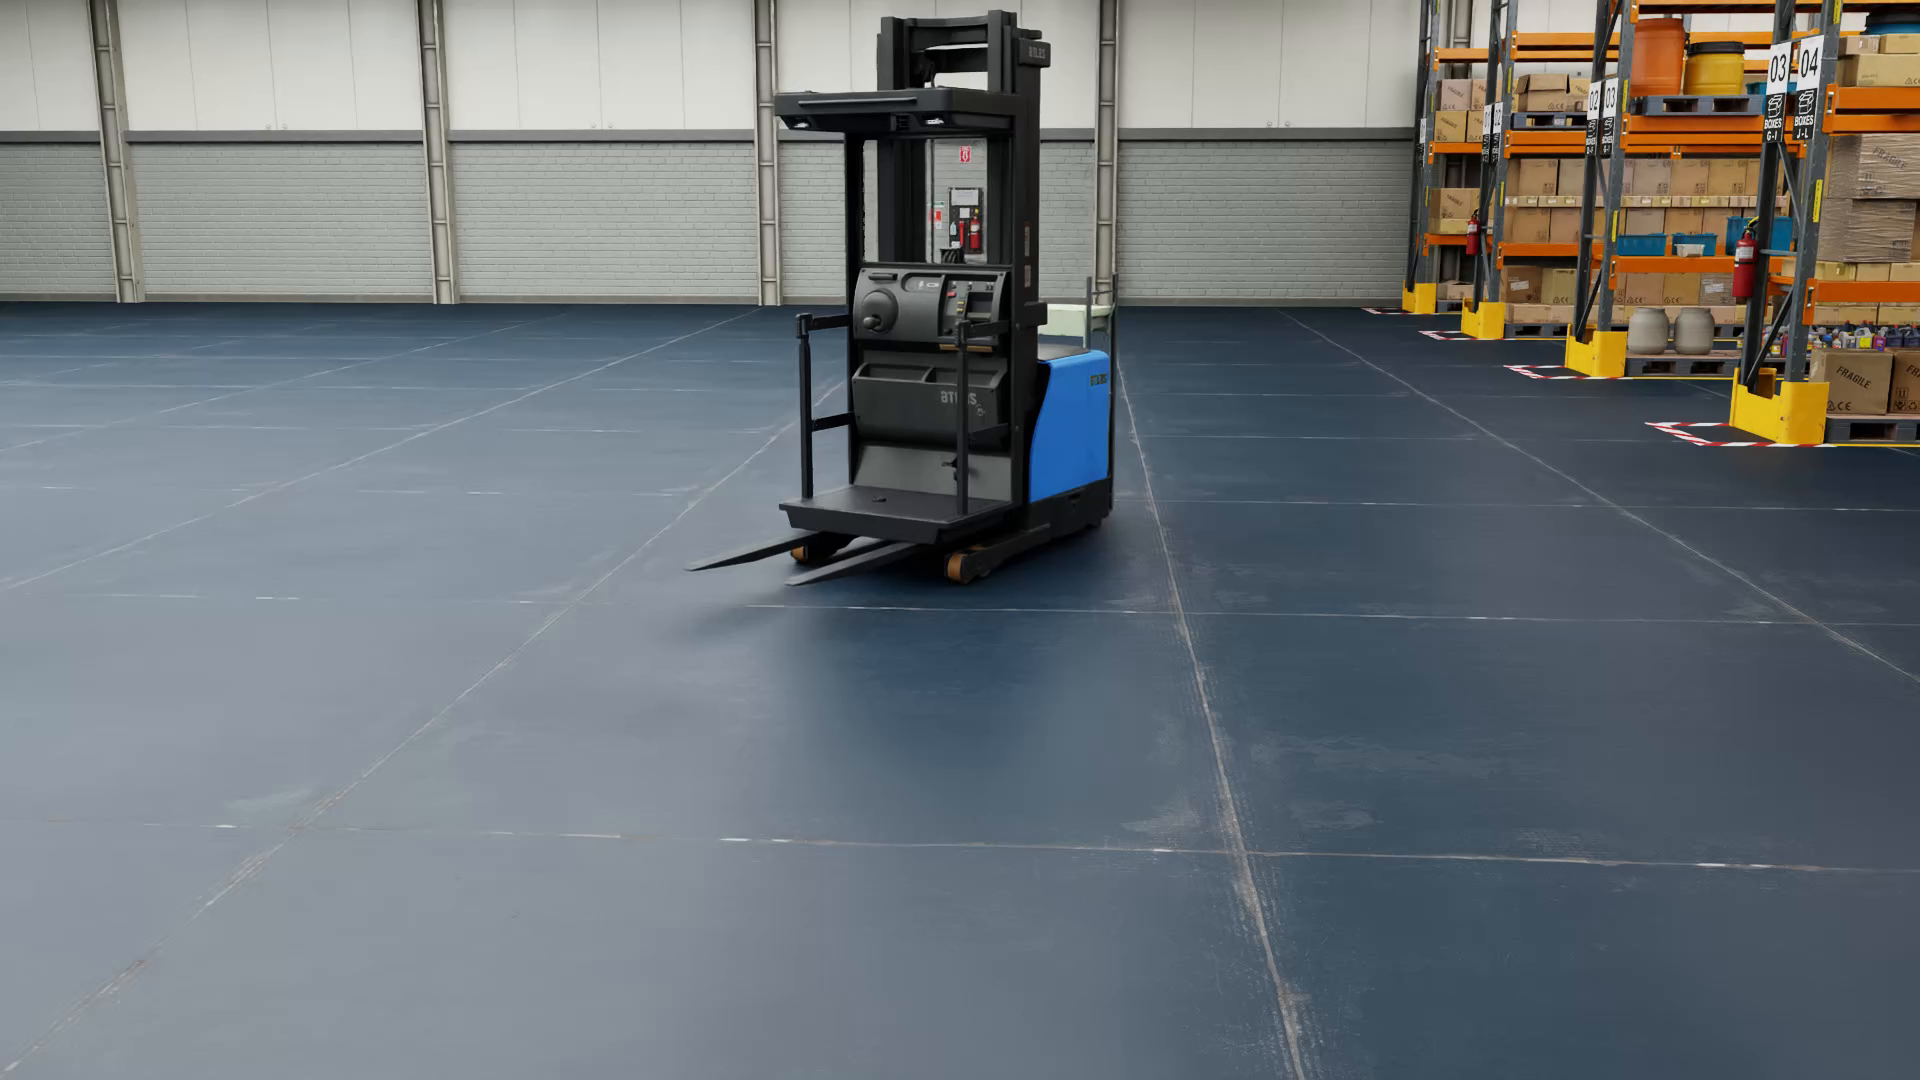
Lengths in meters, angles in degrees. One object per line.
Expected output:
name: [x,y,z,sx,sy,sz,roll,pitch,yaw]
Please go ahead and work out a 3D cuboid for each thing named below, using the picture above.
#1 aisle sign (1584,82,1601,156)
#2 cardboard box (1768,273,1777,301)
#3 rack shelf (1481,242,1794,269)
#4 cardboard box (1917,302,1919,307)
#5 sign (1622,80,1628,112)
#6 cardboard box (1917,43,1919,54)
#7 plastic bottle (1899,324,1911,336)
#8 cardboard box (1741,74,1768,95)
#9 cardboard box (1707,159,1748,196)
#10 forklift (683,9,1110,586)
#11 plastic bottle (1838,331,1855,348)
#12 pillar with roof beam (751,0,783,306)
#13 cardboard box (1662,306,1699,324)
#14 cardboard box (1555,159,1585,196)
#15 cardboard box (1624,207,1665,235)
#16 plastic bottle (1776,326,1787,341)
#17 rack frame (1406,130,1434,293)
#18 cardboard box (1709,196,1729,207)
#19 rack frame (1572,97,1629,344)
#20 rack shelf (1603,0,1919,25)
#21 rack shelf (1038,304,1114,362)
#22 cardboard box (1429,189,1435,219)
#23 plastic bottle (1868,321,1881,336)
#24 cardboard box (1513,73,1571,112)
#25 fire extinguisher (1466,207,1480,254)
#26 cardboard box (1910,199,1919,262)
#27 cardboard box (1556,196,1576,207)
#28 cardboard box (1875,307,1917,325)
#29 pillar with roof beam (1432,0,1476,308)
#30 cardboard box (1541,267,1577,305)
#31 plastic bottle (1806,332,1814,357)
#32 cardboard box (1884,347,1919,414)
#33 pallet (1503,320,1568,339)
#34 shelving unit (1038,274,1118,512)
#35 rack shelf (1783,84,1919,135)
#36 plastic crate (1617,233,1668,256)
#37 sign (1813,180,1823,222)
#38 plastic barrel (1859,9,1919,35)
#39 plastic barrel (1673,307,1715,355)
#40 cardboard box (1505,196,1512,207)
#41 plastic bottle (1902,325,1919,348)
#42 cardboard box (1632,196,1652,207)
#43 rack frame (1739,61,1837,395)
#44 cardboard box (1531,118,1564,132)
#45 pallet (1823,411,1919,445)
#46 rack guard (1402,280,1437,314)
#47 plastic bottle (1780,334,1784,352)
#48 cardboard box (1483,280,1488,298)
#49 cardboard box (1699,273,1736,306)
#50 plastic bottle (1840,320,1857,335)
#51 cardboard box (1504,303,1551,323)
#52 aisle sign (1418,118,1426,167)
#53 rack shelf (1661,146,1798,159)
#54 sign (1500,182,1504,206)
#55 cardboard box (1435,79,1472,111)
aisle sign: [7.076,-4.707,18.597,0.004,0.787,0.394,1,12,4]
cardboard box: [13.542,-4.316,28.103,0.500,0.500,0.700,1,12,4]
rack shelf: [9.458,-4.006,23.348,4.000,0.370,1.077,1,12,4]
cardboard box: [13.383,-3.387,22.955,0.500,0.311,0.500,1,12,5]
sign: [7.087,-4.734,17.723,0.005,0.325,0.100,1,12,4]
cardboard box: [7.568,-3.899,13.147,0.250,0.149,0.380,1,12,3]
plastic bottle: [10.467,-2.217,18.434,0.185,0.351,0.144,1,12,4]
cardboard box: [10.969,-6.182,23.060,0.500,0.500,0.500,2,12,8]
cardboard box: [10.506,-5.026,23.056,0.500,0.500,0.700,1,12,4]
forklift: [-0.278,-1.311,8.875,1.130,2.935,3.031,7,14,30]
plastic bottle: [9.781,-2.161,18.349,0.135,0.276,0.152,1,12,5]
pillar with roof beam: [-3.715,-7.786,25.009,0.400,9.000,9.100,1,12,4]
cardboard box: [9.978,-3.165,23.260,0.500,0.250,0.500,1,12,4]
cardboard box: [8.505,-5.053,23.187,0.500,0.500,0.700,0,12,2]
cardboard box: [9.472,-4.404,23.254,0.500,0.500,0.700,1,12,5]
plastic bottle: [9.378,-2.309,19.058,0.135,0.276,0.152,0,12,2]
rack frame: [7.790,-5.397,28.244,0.127,3.000,1.000,1,12,4]
cardboard box: [10.398,-4.667,22.925,0.250,0.149,0.380,1,12,4]
rack frame: [7.128,-3.373,18.568,0.127,3.000,1.000,1,12,4]
rack shelf: [9.123,-5.734,17.938,4.000,0.370,1.077,1,12,4]
rack shelf: [0.559,-1.310,10.459,0.720,0.370,0.431,7,14,30]
cardboard box: [8.274,-5.738,28.357,0.500,0.500,0.500,1,12,3]
plastic bottle: [10.331,-2.304,18.850,0.185,0.351,0.144,1,12,4]
cardboard box: [8.036,-6.169,22.989,0.637,0.503,0.797,2,12,8]
fire extinguisher: [7.376,-4.444,23.875,0.183,0.674,0.296,1,12,4]
cardboard box: [7.851,-2.561,13.712,0.500,0.500,0.875,1,12,4]
cardboard box: [8.352,-4.695,23.061,0.250,0.149,0.380,1,12,4]
cardboard box: [12.866,-3.120,23.048,0.500,0.250,0.500,0,12,2]
pillar with roof beam: [8.258,-7.621,24.224,0.400,9.000,9.100,1,12,4]
cardboard box: [8.482,-3.553,23.284,0.500,0.500,0.500,1,12,4]
plastic bottle: [9.358,-2.159,18.351,0.097,0.271,0.097,0,12,0]
cardboard box: [8.017,-1.330,13.881,0.500,0.500,0.500,4,12,19]
pallet: [8.228,-3.018,23.682,1.213,0.211,1.003,1,12,4]
shelving unit: [0.559,-0.928,10.539,0.755,1.500,0.431,7,14,30]
rack shelf: [8.792,-3.450,13.367,4.000,0.370,1.077,1,12,4]
plastic crate: [7.647,-3.355,18.843,0.616,0.251,0.499,1,12,4]
sign: [6.761,-2.674,13.112,0.005,0.325,0.100,1,12,4]
plastic barrel: [10.133,-5.273,18.075,0.708,0.901,0.600,1,12,4]
plastic barrel: [8.290,-2.361,18.779,0.421,0.512,0.421,0,12,0]
cardboard box: [7.856,-4.785,23.490,0.250,0.149,0.380,1,12,3]
plastic bottle: [10.457,-2.187,18.293,0.185,0.351,0.144,0,12,2]
cardboard box: [9.373,-4.681,22.992,0.250,0.149,0.380,1,12,4]
rack frame: [6.797,-2.361,13.731,0.127,3.000,1.000,1,12,4]
cardboard box: [9.694,-6.845,27.544,0.500,0.500,0.500,2,12,7]
pallet: [7.681,-0.977,13.924,1.213,0.211,1.003,1,12,4]
rack guard: [7.866,-4.173,28.495,0.348,0.500,1.175,1,12,4]
plastic bottle: [9.388,-2.247,18.942,0.097,0.201,0.097,0,12,0]
cardboard box: [9.043,-4.261,28.304,0.500,0.311,0.500,2,12,8]
cardboard box: [10.478,-3.528,23.167,0.500,0.500,0.500,1,12,4]
plastic bottle: [10.153,-2.336,19.003,0.185,0.351,0.144,0,12,1]
cardboard box: [7.983,-3.192,23.392,0.500,0.250,0.500,1,12,4]
aisle sign: [7.698,-6.609,27.689,0.004,0.787,0.394,1,12,4]
rack shelf: [13.776,-6.431,27.618,4.000,0.370,1.077,1,12,4]
sign: [7.419,-4.734,22.767,0.005,0.325,0.100,1,12,4]
cardboard box: [8.158,-7.359,27.560,0.500,0.500,0.500,0,12,0]
